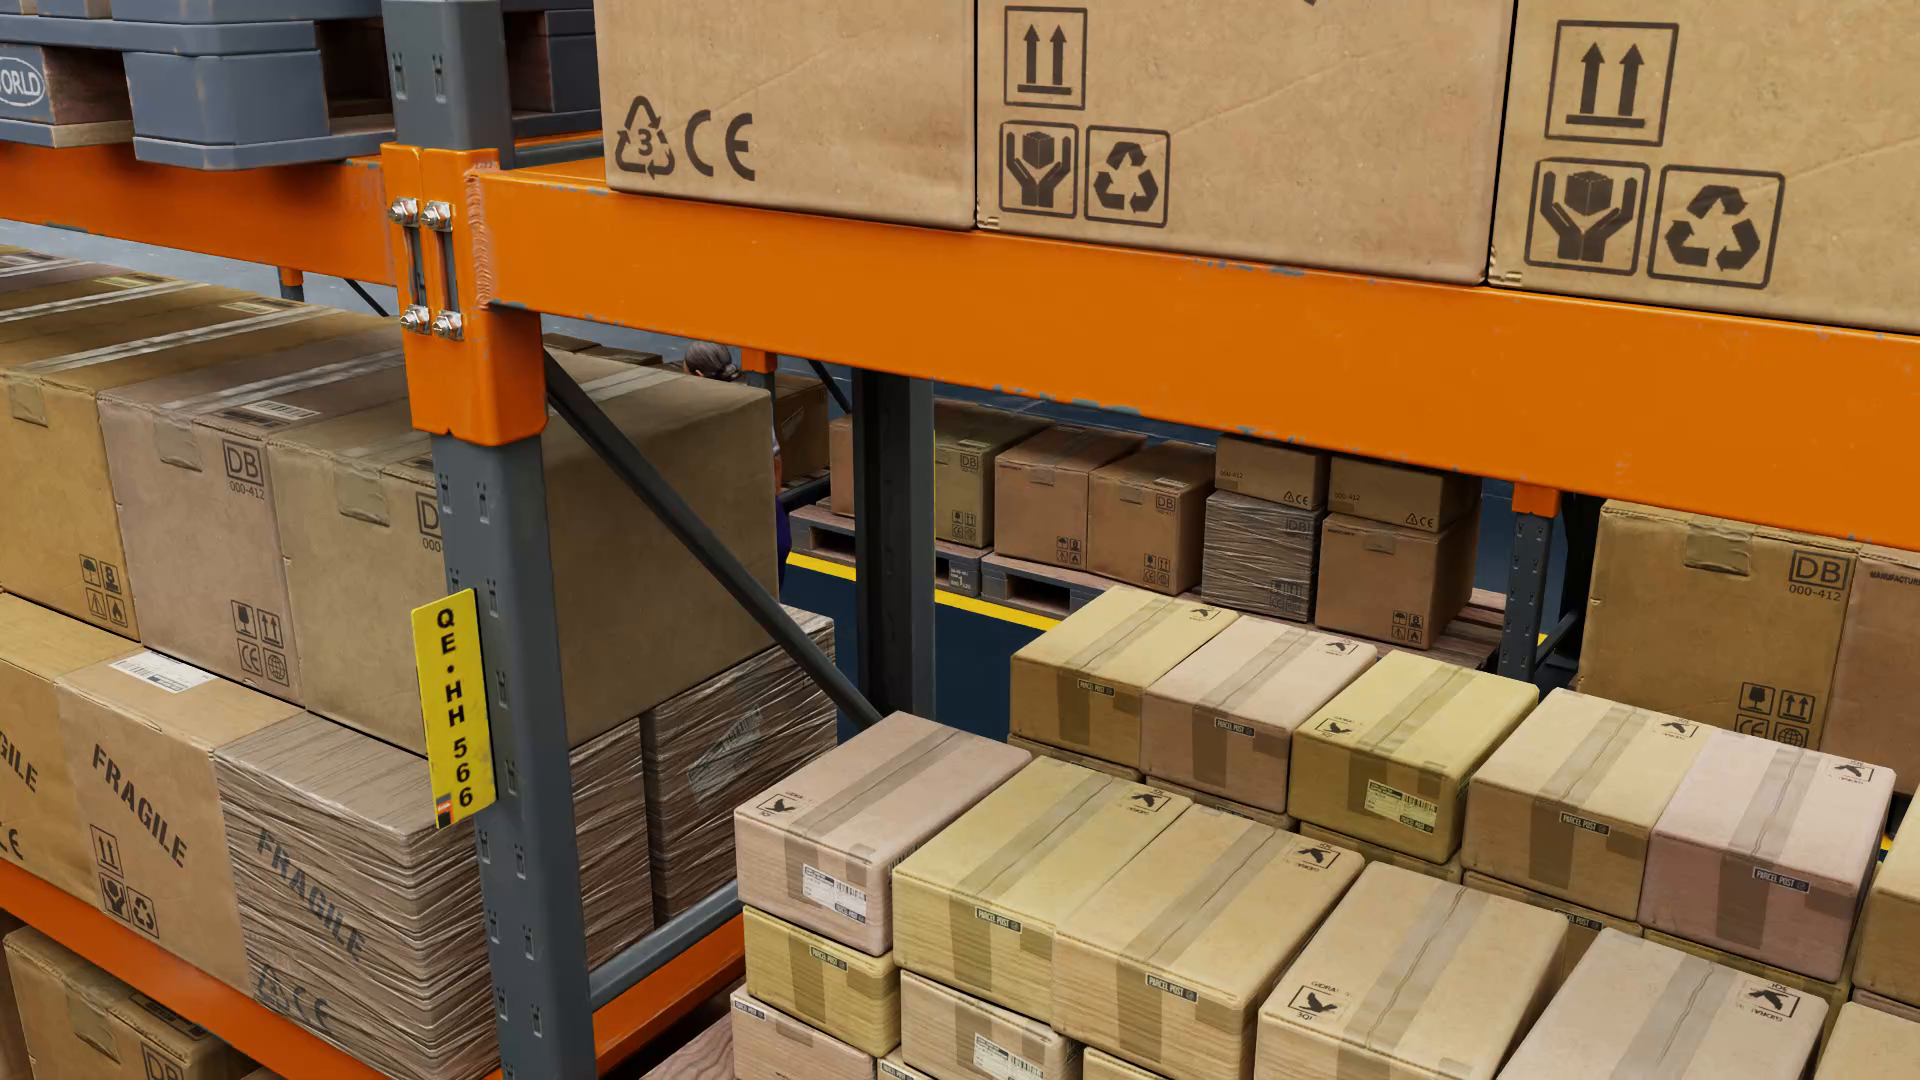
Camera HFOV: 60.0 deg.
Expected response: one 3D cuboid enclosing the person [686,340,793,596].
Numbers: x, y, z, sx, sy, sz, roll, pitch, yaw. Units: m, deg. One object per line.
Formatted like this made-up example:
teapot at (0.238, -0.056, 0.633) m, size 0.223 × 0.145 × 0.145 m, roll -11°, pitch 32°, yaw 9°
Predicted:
person at (-0.917, -0.007, 6.603) m, size 0.384 × 1.651 × 0.537 m, roll 13°, pitch 24°, yaw 32°
